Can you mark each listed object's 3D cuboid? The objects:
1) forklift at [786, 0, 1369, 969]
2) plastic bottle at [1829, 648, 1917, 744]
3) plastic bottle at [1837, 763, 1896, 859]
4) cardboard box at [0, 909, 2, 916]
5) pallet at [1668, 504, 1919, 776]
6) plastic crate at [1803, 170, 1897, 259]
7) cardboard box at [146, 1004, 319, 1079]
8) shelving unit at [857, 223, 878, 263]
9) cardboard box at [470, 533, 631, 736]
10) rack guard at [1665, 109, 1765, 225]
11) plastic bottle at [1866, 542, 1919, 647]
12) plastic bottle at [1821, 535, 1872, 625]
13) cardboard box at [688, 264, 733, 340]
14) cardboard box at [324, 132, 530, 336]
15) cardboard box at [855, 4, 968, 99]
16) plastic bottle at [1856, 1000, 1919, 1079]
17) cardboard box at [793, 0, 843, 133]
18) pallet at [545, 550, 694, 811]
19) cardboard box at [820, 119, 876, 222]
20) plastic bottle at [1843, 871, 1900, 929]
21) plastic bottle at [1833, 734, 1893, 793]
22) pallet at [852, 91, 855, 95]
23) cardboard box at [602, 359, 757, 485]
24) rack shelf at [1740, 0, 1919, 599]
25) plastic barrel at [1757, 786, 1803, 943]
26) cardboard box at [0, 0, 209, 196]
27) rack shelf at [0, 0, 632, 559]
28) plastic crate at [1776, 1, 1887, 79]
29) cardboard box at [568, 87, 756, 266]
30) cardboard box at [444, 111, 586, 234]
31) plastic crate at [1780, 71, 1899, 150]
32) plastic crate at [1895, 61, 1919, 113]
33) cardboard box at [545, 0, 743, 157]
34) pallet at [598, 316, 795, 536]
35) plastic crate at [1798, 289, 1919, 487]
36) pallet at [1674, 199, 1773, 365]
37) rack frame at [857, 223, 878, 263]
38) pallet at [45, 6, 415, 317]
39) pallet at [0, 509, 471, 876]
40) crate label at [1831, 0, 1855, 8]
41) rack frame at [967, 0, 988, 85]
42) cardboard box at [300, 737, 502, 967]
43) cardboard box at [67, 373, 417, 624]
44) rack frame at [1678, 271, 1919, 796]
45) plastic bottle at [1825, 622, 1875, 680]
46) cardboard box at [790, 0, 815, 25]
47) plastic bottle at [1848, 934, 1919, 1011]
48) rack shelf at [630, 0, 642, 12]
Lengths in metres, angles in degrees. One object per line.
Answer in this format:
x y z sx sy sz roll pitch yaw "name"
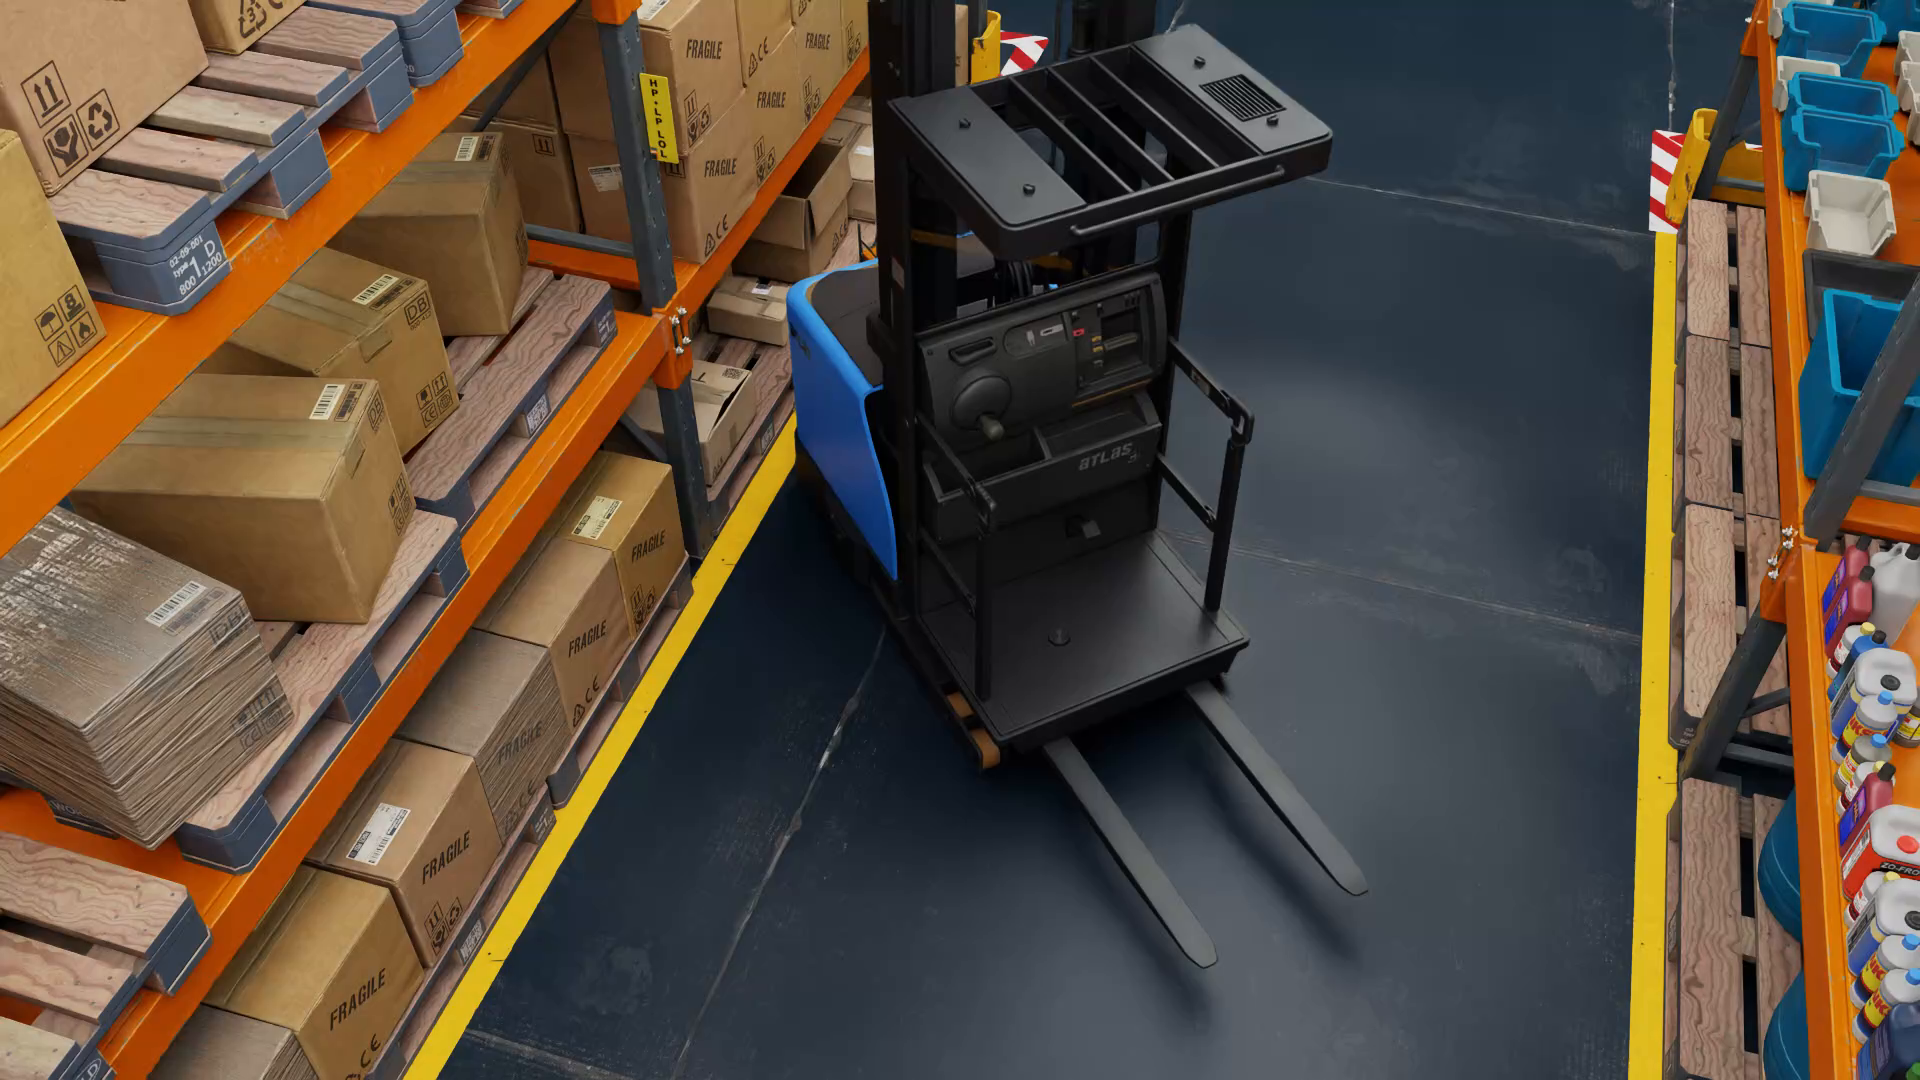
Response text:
0.402 -0.543 5.609 1.130 2.935 3.031 -20 48 -19 "forklift"
2.557 0.441 4.642 0.152 0.276 0.135 13 46 13 "plastic bottle"
2.384 0.713 4.359 0.061 0.283 0.133 13 46 13 "plastic bottle"
-2.677 0.910 3.703 0.700 0.500 0.500 -1 44 -1 "cardboard box"
3.357 0.423 6.566 1.003 0.211 1.213 13 46 13 "pallet"
3.412 -1.227 6.403 0.293 0.136 0.466 13 46 13 "plastic crate"
-2.197 1.683 4.757 0.500 0.500 0.500 11 45 11 "cardboard box"
-0.268 -0.931 7.345 0.252 1.050 0.215 -20 46 -19 "shelving unit"
-1.583 0.327 6.143 0.500 0.500 0.500 13 46 13 "cardboard box"
4.377 -1.867 8.699 1.175 0.500 0.348 13 46 13 "rack guard"
2.743 0.135 4.901 0.144 0.351 0.185 13 46 13 "plastic bottle"
2.653 0.121 4.964 0.061 0.283 0.133 13 46 13 "plastic bottle"
-1.419 -1.263 7.903 0.500 0.311 0.500 13 46 13 "cardboard box"
-1.905 -1.044 5.700 0.700 0.500 0.500 -1 44 -1 "cardboard box"
-0.267 -2.642 9.177 0.500 0.500 0.500 13 46 13 "cardboard box"
2.206 1.178 3.836 0.144 0.351 0.185 13 46 13 "plastic bottle"
-0.829 -2.119 7.099 0.500 0.500 0.500 12 46 12 "cardboard box"
-1.759 0.420 6.569 1.003 0.211 1.213 13 46 13 "pallet"
-0.583 -1.926 8.624 0.500 0.250 0.500 13 46 13 "cardboard box"
2.326 0.912 4.214 0.097 0.201 0.097 0 44 0 "plastic bottle"
2.466 0.604 4.529 0.097 0.201 0.097 0 44 0 "plastic bottle"
-0.601 -2.214 9.261 1.003 0.211 1.213 13 46 13 "pallet"
-1.215 -0.557 7.181 0.500 0.311 0.500 13 46 13 "cardboard box"
3.777 -1.151 6.695 1.077 0.370 4.000 13 46 13 "rack shelf"
2.990 0.884 5.301 0.600 0.901 0.708 13 46 13 "plastic barrel"
-2.173 -1.211 3.653 0.600 0.600 0.600 11 45 11 "cardboard box"
-2.154 -0.609 3.996 1.077 0.370 4.000 13 46 13 "rack shelf"
3.794 -2.169 7.298 0.416 0.233 0.300 13 46 13 "plastic crate"
-1.135 -1.444 6.409 0.500 0.500 0.500 14 46 14 "cardboard box"
-1.642 -1.550 6.517 0.500 0.500 0.500 13 46 13 "cardboard box"
3.595 -1.730 6.849 0.416 0.233 0.300 13 46 13 "plastic crate"
4.206 -1.896 7.088 0.396 0.136 0.243 13 46 13 "plastic crate"
-1.138 -1.774 6.031 0.500 0.500 0.500 14 46 14 "cardboard box"
-1.340 -0.588 7.599 1.003 0.211 1.213 13 46 13 "pallet"
2.987 -0.474 5.457 0.392 0.384 0.575 13 46 13 "plastic crate"
4.096 -1.203 8.228 1.003 0.211 1.213 13 46 13 "pallet"
-0.376 -0.891 7.304 0.008 1.050 0.200 -20 46 -19 "rack frame"
-2.124 -1.020 4.036 1.213 0.211 1.003 13 46 13 "pallet"
-2.175 0.311 4.824 1.003 0.211 1.213 13 46 13 "pallet"
3.994 -2.608 7.746 0.416 0.233 0.303 13 46 13 "crate label"
-0.337 -3.793 8.880 1.000 3.000 0.127 13 46 13 "rack frame"
-1.887 1.000 5.455 0.500 0.500 0.500 11 45 11 "cardboard box"
-2.025 -0.122 4.757 0.700 0.500 0.500 2 44 2 "cardboard box"
3.171 -0.075 5.081 1.000 3.000 0.127 13 46 13 "rack frame"
2.595 0.320 4.820 0.097 0.201 0.097 0 44 0 "plastic bottle"
-0.826 -2.461 6.733 0.500 0.500 0.500 11 46 11 "cardboard box"
2.256 1.042 4.031 0.097 0.271 0.097 0 44 0 "plastic bottle"
-0.943 -3.275 6.721 1.077 0.370 4.000 13 46 13 "rack shelf"
